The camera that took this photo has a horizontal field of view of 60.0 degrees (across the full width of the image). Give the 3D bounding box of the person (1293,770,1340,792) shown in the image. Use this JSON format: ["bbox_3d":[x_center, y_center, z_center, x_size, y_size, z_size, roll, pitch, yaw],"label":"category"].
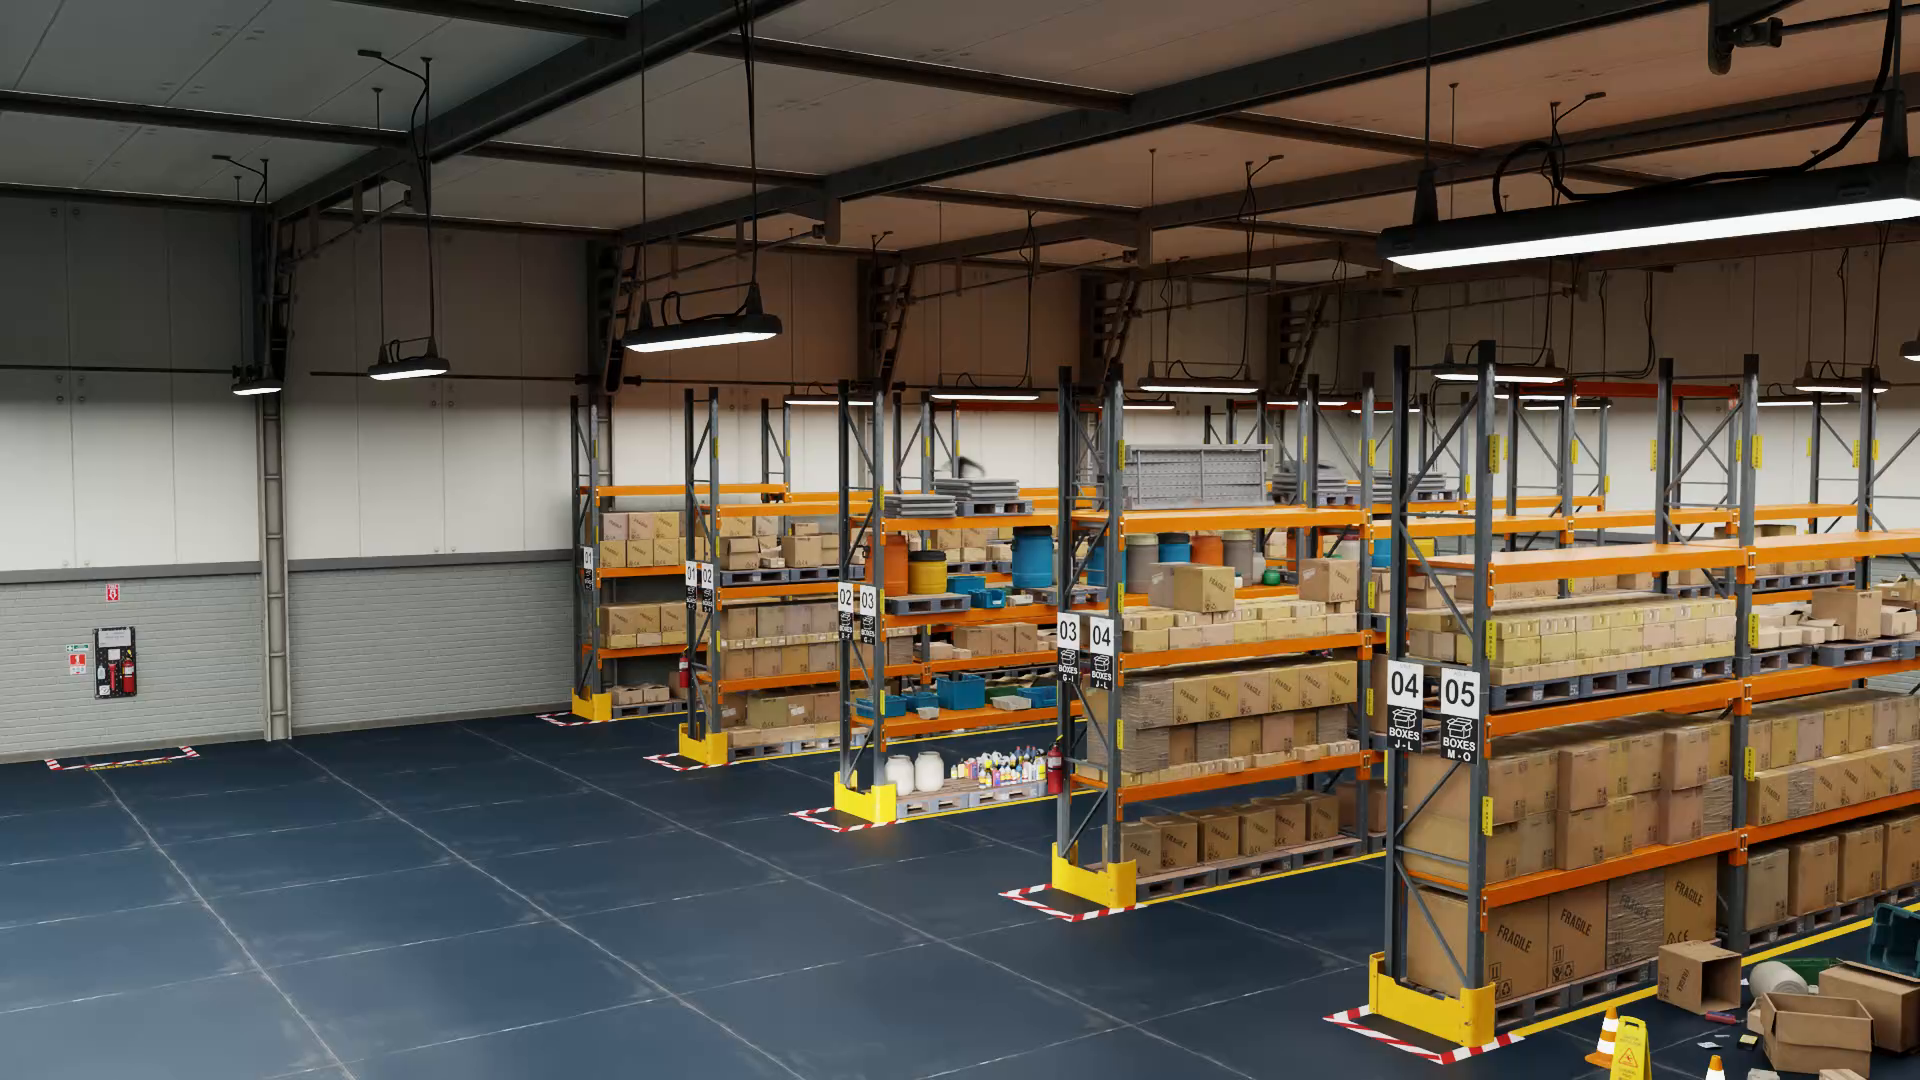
[{"bbox_3d":[5.145,2.914,24.202,1.132,1.596,0.713,-2,4,-30],"label":"person"}]

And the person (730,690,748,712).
[{"bbox_3d":[-3.861,2.684,29.152,1.004,1.409,0.556,-1,4,-18],"label":"person"}]
